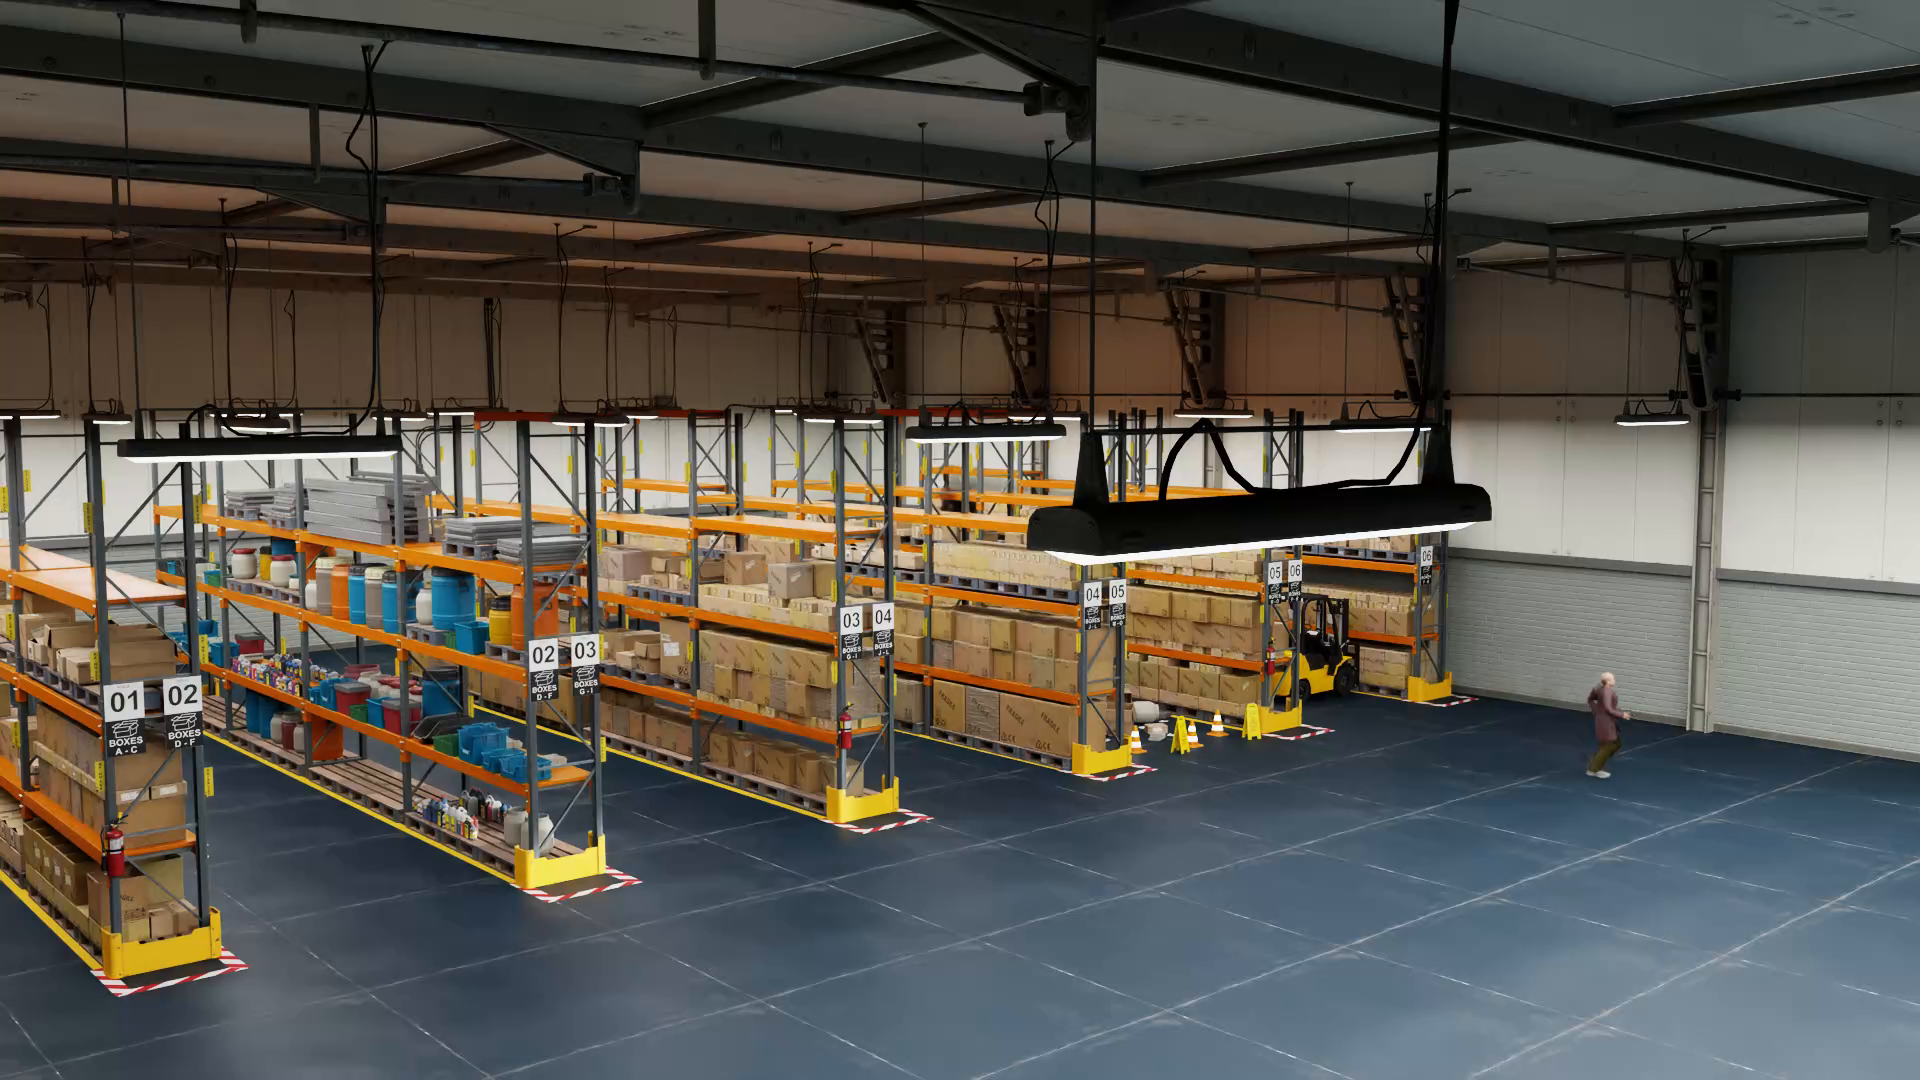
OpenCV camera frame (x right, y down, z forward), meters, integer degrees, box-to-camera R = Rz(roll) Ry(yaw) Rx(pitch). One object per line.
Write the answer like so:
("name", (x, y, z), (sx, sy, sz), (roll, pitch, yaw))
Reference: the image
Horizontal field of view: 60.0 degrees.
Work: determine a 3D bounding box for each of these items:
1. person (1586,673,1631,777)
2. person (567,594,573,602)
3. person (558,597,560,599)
("person", (10.691, 3.049, 27.403), (0.653, 1.746, 0.717), (1, 5, 13))
("person", (-9.349, 2.026, 40.038), (0.607, 1.635, 0.744), (3, 6, 32))
("person", (-9.195, 2.138, 37.844), (0.651, 1.747, 0.692), (-5, 7, -44))
